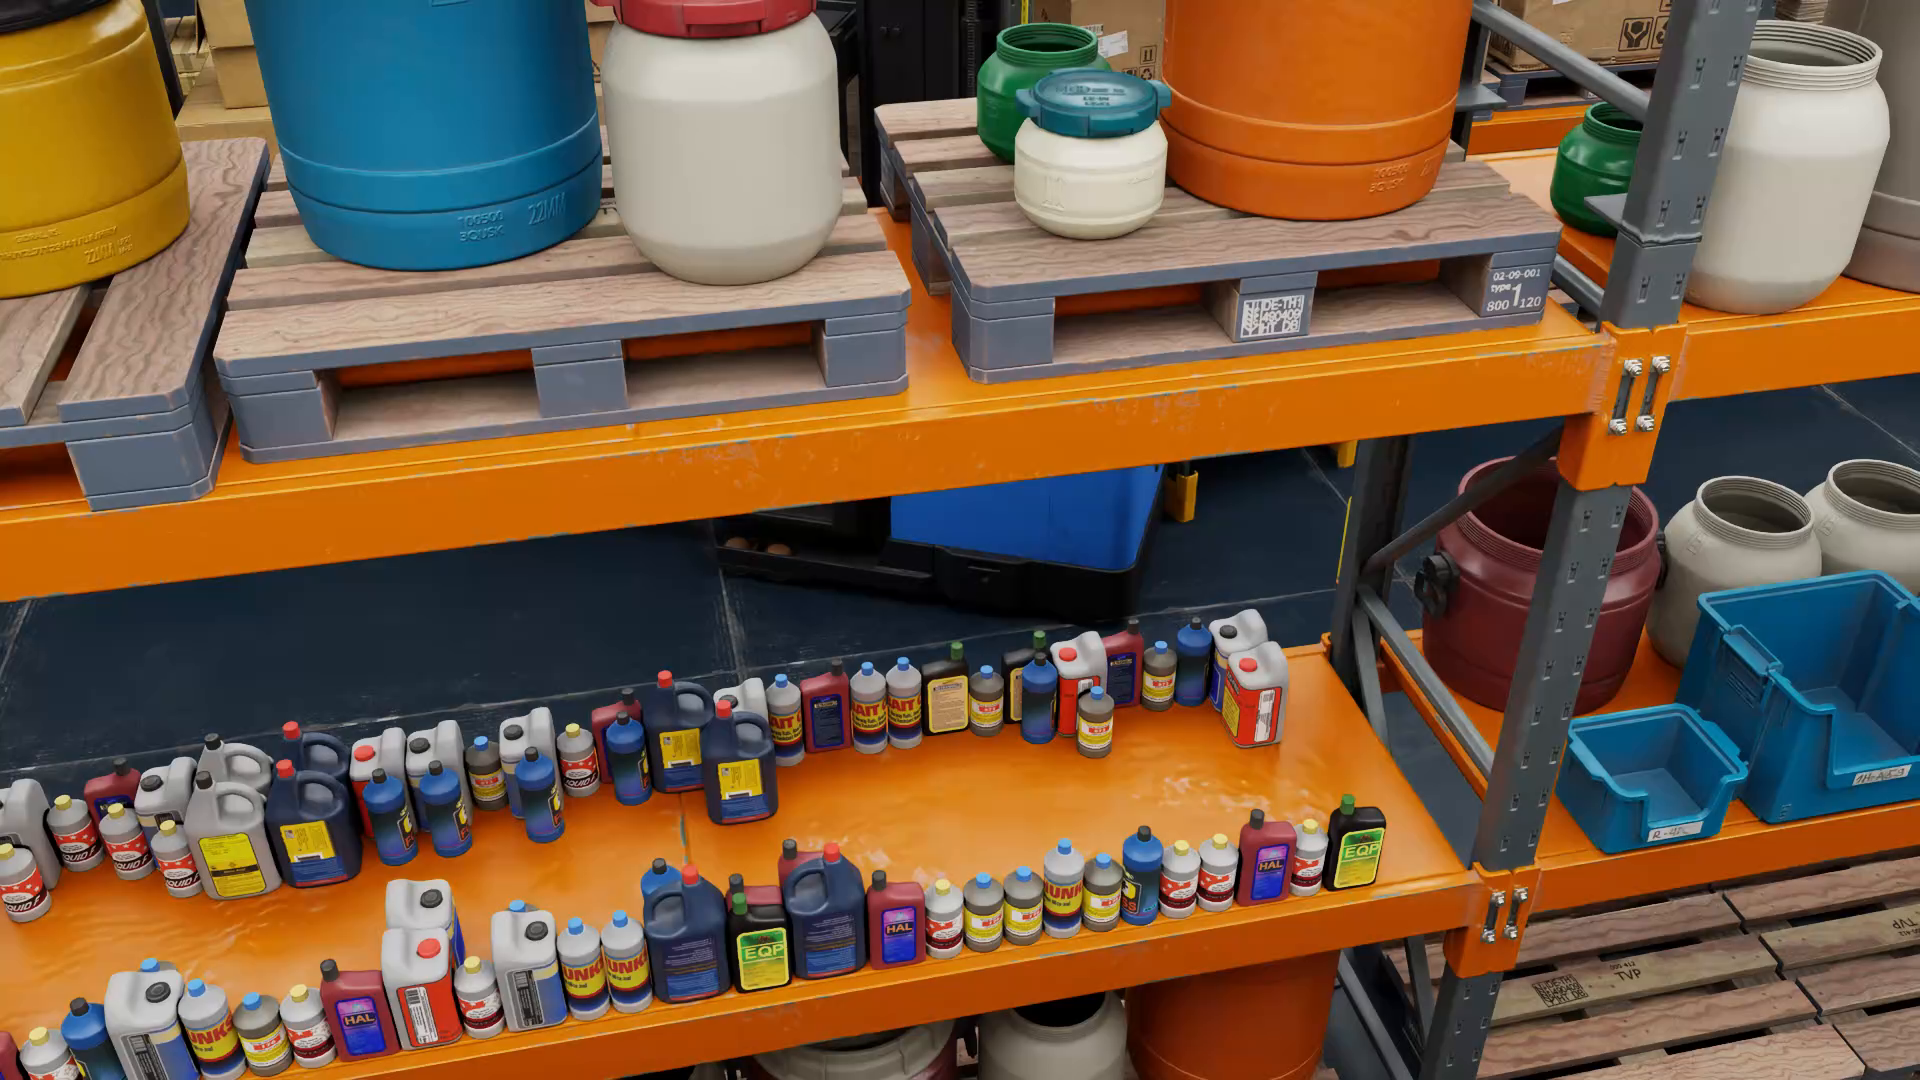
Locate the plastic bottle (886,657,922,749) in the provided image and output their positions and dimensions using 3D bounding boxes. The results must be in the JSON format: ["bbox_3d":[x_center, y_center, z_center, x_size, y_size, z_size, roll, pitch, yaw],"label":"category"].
[{"bbox_3d":[-0.152,0.435,4.525,0.097,0.271,0.097,0,34,0],"label":"plastic bottle"}]

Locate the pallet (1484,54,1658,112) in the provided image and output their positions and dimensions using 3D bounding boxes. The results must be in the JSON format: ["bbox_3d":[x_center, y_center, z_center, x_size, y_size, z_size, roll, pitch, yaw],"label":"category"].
[{"bbox_3d":[3.298,-2.686,9.233,1.213,0.211,1.003,-7,35,-11],"label":"pallet"}]

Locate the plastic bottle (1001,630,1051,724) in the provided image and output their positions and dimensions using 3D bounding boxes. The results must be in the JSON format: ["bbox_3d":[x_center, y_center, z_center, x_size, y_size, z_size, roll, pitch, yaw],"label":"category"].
[{"bbox_3d":[0.181,0.378,4.600,0.133,0.283,0.061,-7,35,-11],"label":"plastic bottle"}]

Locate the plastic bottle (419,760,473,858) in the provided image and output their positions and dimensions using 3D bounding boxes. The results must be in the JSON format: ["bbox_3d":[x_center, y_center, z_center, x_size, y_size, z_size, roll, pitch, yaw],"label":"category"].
[{"bbox_3d":[-1.297,0.666,4.181,0.097,0.271,0.097,0,34,0],"label":"plastic bottle"}]

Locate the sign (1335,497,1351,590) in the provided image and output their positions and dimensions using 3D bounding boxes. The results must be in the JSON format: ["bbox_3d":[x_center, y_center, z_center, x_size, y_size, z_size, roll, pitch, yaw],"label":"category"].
[{"bbox_3d":[1.138,0.037,4.856,0.005,0.325,0.100,-7,35,-11],"label":"sign"}]

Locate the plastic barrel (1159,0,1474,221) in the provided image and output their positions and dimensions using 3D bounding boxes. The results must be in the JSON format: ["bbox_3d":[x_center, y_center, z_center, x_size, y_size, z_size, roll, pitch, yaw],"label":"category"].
[{"bbox_3d":[0.712,-1.127,3.283,0.708,0.830,0.600,-7,35,-11],"label":"plastic barrel"}]

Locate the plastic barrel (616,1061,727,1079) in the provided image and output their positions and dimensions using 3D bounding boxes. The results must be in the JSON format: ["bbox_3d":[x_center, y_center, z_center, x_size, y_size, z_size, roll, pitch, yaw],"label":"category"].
[{"bbox_3d":[-0.839,1.588,4.547,0.421,0.512,0.421,0,34,0],"label":"plastic barrel"}]

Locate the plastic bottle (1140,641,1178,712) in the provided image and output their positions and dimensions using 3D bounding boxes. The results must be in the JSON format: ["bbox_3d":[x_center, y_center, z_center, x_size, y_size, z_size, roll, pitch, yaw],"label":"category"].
[{"bbox_3d":[0.559,0.375,4.678,0.097,0.201,0.097,0,34,0],"label":"plastic bottle"}]

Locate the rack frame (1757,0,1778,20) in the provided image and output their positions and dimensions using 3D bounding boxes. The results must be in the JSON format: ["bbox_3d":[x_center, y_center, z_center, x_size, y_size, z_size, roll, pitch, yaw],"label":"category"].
[{"bbox_3d":[4.076,-2.780,9.201,0.127,3.000,1.000,-7,35,-11],"label":"rack frame"}]

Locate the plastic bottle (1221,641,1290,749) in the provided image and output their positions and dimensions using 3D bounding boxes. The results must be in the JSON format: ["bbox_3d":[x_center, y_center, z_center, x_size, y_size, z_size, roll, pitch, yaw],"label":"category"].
[{"bbox_3d":[0.807,0.415,4.551,0.135,0.276,0.152,-7,35,-11],"label":"plastic bottle"}]

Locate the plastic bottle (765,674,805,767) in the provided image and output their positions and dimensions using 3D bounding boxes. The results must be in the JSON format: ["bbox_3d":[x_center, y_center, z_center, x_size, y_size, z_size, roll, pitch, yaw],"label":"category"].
[{"bbox_3d":[-0.472,0.475,4.465,0.097,0.271,0.097,0,34,0],"label":"plastic bottle"}]

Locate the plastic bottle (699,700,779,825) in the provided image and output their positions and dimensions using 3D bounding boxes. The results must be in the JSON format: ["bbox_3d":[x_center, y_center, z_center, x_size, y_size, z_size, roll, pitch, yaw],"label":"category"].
[{"bbox_3d":[-0.571,0.555,4.275,0.185,0.351,0.144,-7,35,-11],"label":"plastic bottle"}]

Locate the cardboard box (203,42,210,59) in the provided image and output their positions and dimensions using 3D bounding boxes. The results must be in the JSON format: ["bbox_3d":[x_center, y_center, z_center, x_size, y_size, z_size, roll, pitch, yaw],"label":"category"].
[{"bbox_3d":[-5.253,-3.505,11.928,0.250,0.149,0.380,-7,34,-10],"label":"cardboard box"}]

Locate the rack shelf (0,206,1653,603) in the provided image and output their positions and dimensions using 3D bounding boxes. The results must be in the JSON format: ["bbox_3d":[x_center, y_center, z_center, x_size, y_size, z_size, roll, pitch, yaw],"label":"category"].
[{"bbox_3d":[-0.684,-0.298,3.455,4.000,0.370,1.077,-7,35,-11],"label":"rack shelf"}]

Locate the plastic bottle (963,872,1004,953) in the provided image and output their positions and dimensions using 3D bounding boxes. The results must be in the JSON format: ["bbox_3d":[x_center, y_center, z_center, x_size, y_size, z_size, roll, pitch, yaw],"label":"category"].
[{"bbox_3d":[0.055,0.872,3.937,0.097,0.201,0.097,0,34,0],"label":"plastic bottle"}]

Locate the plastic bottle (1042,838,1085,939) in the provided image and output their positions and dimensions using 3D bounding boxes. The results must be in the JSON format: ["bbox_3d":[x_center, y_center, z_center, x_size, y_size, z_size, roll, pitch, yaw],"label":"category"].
[{"bbox_3d":[0.245,0.819,3.954,0.097,0.271,0.097,0,34,0],"label":"plastic bottle"}]

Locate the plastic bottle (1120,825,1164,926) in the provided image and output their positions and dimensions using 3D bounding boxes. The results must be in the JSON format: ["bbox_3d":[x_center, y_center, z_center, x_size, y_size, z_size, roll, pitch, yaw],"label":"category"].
[{"bbox_3d":[0.435,0.795,3.989,0.097,0.271,0.097,0,34,0],"label":"plastic bottle"}]

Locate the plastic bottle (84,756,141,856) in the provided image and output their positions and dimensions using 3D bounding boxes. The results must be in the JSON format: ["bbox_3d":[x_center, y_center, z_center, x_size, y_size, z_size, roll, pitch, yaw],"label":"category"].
[{"bbox_3d":[-2.106,0.666,4.170,0.133,0.283,0.061,-7,35,-11],"label":"plastic bottle"}]

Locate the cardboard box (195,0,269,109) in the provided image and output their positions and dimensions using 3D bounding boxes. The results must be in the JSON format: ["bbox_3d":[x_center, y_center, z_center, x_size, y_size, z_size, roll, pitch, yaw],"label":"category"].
[{"bbox_3d":[-3.106,-2.338,7.552,0.637,0.503,0.797,-8,35,-12],"label":"cardboard box"}]

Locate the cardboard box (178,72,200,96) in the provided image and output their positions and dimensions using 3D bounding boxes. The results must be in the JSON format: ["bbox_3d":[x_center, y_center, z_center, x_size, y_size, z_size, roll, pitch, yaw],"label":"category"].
[{"bbox_3d":[-5.479,-3.325,11.928,0.250,0.149,0.380,-8,35,-12],"label":"cardboard box"}]

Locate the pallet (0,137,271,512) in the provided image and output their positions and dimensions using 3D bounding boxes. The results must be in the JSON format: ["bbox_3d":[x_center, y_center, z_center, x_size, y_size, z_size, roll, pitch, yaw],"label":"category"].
[{"bbox_3d":[-1.892,-0.422,3.164,1.003,0.211,1.213,-7,35,-11],"label":"pallet"}]

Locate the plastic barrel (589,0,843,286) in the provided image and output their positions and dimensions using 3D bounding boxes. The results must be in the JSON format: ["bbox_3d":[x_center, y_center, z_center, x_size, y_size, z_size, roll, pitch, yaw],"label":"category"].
[{"bbox_3d":[-0.429,-0.773,3.020,0.433,0.535,0.433,0,34,0],"label":"plastic barrel"}]

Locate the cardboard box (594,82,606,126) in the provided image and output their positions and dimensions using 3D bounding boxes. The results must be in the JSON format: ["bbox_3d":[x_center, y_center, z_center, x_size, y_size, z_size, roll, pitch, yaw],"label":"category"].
[{"bbox_3d":[-1.742,-1.949,7.873,0.500,0.500,0.500,-7,34,-10],"label":"cardboard box"}]

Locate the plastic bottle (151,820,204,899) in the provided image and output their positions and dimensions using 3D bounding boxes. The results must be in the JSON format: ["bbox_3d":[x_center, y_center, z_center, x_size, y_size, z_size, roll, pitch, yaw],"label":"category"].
[{"bbox_3d":[-1.920,0.774,4.083,0.097,0.201,0.097,0,34,0],"label":"plastic bottle"}]

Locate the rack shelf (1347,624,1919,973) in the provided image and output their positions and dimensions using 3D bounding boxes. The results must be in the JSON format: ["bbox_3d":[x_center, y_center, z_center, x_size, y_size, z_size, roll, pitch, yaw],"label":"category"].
[{"bbox_3d":[3.217,0.456,5.024,4.000,0.370,1.077,-7,35,-11],"label":"rack shelf"}]

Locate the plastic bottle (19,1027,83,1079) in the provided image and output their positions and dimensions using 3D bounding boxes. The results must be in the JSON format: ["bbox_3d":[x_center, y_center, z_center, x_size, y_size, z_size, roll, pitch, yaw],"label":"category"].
[{"bbox_3d":[-1.944,1.124,3.562,0.097,0.201,0.097,0,34,0],"label":"plastic bottle"}]

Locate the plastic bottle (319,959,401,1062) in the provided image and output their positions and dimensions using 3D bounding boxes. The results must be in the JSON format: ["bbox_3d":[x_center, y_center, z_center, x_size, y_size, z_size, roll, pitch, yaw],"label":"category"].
[{"bbox_3d":[-1.317,1.021,3.641,0.133,0.283,0.061,-7,35,-11],"label":"plastic bottle"}]

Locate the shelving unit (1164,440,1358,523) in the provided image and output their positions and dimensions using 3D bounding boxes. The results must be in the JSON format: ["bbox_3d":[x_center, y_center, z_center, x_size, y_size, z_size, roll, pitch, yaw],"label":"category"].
[{"bbox_3d":[1.365,-0.993,7.883,1.083,1.500,0.587,-18,38,-25],"label":"shelving unit"}]

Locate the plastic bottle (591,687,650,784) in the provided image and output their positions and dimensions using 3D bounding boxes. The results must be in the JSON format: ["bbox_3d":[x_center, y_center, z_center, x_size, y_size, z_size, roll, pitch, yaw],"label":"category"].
[{"bbox_3d":[-0.900,0.514,4.397,0.133,0.283,0.061,-7,35,-11],"label":"plastic bottle"}]

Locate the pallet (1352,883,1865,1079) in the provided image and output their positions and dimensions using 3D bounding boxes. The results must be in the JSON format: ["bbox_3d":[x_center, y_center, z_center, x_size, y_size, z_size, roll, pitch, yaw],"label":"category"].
[{"bbox_3d":[2.031,1.487,5.345,1.213,0.211,1.003,-7,35,-11],"label":"pallet"}]

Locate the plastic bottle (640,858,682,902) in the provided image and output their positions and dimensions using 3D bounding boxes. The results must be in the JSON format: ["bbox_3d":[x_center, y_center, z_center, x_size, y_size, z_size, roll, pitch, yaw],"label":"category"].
[{"bbox_3d":[-0.693,0.855,3.900,0.097,0.271,0.097,0,34,0],"label":"plastic bottle"}]

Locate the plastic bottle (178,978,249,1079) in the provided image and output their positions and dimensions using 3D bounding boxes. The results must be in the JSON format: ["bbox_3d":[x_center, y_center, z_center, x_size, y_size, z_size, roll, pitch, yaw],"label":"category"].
[{"bbox_3d":[-1.623,1.054,3.603,0.097,0.271,0.097,0,34,0],"label":"plastic bottle"}]

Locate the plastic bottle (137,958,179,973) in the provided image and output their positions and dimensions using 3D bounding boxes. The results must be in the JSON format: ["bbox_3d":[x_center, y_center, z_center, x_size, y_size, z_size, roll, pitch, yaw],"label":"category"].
[{"bbox_3d":[-1.788,1.017,3.721,0.097,0.201,0.097,0,34,0],"label":"plastic bottle"}]

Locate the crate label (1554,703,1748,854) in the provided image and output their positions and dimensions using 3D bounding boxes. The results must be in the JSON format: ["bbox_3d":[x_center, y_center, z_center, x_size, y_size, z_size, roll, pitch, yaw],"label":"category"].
[{"bbox_3d":[1.760,0.625,4.277,0.416,0.233,0.303,-7,35,-11],"label":"crate label"}]

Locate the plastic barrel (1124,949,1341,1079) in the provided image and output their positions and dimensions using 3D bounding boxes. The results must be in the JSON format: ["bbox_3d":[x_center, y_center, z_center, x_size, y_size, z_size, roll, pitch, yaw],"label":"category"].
[{"bbox_3d":[0.793,1.199,4.842,0.708,0.830,0.600,-7,35,-11],"label":"plastic barrel"}]

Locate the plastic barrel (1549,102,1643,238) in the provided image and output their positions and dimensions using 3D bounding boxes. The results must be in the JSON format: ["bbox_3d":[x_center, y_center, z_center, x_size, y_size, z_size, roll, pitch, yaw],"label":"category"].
[{"bbox_3d":[1.496,-0.836,3.751,0.294,0.245,0.294,0,34,0],"label":"plastic barrel"}]

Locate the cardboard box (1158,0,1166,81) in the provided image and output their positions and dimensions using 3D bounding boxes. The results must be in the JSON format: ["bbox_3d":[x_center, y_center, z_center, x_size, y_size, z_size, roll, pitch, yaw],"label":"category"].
[{"bbox_3d":[1.214,-2.716,8.638,0.500,0.500,0.700,-2,34,-3],"label":"cardboard box"}]

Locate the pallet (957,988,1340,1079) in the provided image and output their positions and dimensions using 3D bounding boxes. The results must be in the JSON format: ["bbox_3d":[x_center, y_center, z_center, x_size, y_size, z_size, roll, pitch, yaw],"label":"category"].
[{"bbox_3d":[0.507,1.681,5.056,1.213,0.211,1.003,-7,35,-11],"label":"pallet"}]

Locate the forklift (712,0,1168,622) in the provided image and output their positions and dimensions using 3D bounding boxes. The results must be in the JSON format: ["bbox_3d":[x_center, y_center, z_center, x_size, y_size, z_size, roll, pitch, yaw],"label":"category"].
[{"bbox_3d":[-0.606,-1.306,7.065,3.031,2.935,1.130,8,35,12],"label":"forklift"}]

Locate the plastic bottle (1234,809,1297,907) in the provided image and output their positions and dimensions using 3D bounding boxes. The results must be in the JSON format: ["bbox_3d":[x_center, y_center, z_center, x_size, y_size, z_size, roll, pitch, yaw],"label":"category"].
[{"bbox_3d":[0.741,0.762,4.028,0.133,0.283,0.061,-7,35,-11],"label":"plastic bottle"}]

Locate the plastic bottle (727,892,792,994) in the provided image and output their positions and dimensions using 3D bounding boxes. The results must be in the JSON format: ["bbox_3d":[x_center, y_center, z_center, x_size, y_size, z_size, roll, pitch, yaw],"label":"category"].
[{"bbox_3d":[-0.459,0.913,3.802,0.133,0.283,0.061,-7,35,-11],"label":"plastic bottle"}]

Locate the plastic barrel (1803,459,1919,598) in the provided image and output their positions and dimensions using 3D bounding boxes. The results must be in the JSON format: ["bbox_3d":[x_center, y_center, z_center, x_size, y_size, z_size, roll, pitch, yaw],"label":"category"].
[{"bbox_3d":[2.634,0.062,4.865,0.421,0.512,0.421,0,34,0],"label":"plastic barrel"}]

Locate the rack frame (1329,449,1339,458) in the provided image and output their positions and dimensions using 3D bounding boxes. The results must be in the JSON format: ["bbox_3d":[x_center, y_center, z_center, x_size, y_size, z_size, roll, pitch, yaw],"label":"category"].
[{"bbox_3d":[1.812,-1.138,8.100,0.032,1.500,0.500,-18,38,-25],"label":"rack frame"}]

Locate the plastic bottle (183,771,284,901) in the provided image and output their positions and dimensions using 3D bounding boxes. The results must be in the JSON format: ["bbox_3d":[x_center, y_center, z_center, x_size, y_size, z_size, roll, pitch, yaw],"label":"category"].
[{"bbox_3d":[-1.779,0.703,4.055,0.185,0.351,0.144,-7,35,-11],"label":"plastic bottle"}]

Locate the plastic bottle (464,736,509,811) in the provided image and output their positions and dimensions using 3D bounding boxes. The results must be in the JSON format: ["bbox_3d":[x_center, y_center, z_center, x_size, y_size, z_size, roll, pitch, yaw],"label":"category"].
[{"bbox_3d":[-1.235,0.601,4.341,0.097,0.201,0.097,0,34,0],"label":"plastic bottle"}]

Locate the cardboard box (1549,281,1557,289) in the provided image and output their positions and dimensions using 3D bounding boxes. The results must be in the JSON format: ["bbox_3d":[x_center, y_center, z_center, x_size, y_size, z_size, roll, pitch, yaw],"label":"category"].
[{"bbox_3d":[3.472,-1.861,9.680,0.500,0.500,0.700,-10,35,-14],"label":"cardboard box"}]

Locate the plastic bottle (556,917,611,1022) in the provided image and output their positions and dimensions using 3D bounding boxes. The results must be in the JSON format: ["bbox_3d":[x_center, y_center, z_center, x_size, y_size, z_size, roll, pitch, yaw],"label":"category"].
[{"bbox_3d":[-0.851,0.957,3.748,0.097,0.271,0.097,0,34,0],"label":"plastic bottle"}]

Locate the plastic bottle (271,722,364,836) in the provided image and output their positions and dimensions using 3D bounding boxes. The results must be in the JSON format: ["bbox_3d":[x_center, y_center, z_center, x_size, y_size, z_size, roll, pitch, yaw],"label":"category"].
[{"bbox_3d":[-1.630,0.602,4.205,0.185,0.351,0.144,-7,35,-11],"label":"plastic bottle"}]
